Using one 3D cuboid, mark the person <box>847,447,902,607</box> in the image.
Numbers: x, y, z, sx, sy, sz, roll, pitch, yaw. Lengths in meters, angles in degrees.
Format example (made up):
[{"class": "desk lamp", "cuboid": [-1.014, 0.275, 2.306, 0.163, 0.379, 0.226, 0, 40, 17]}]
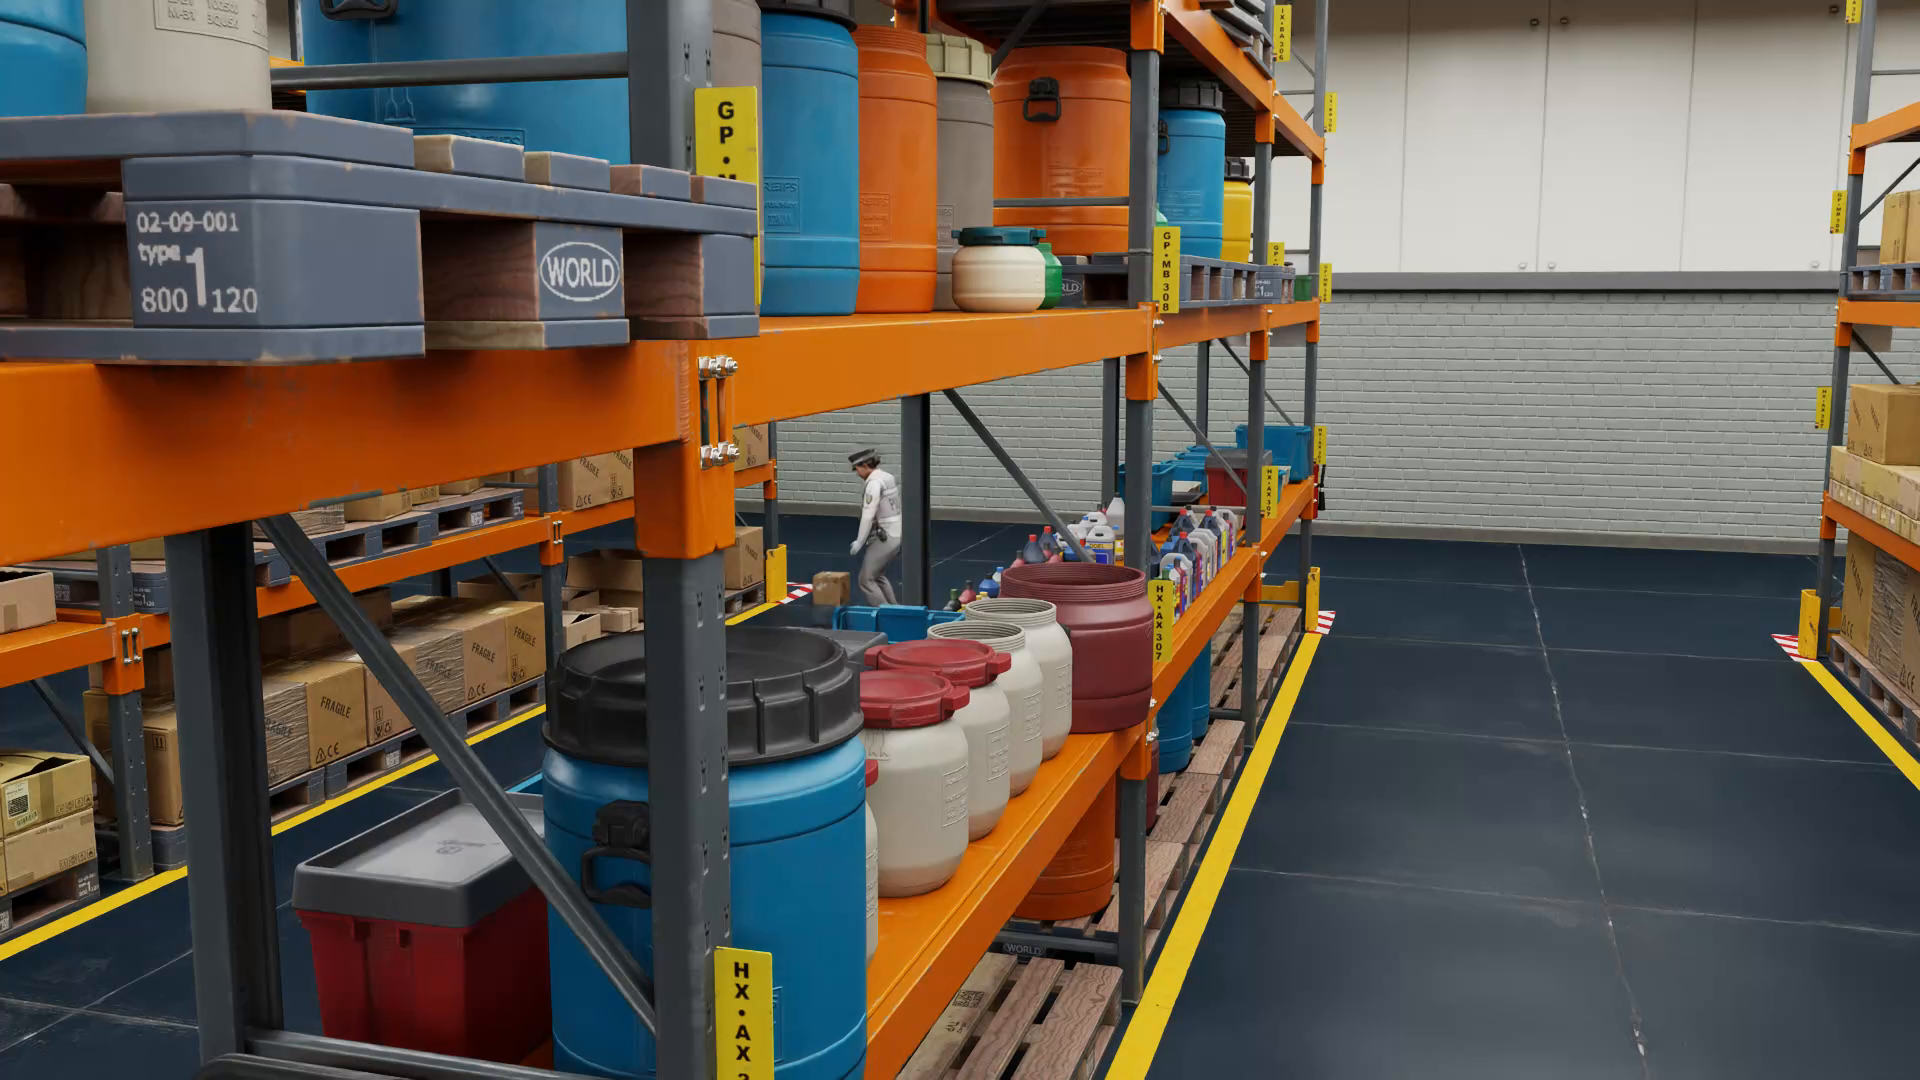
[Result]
[{"class": "person", "cuboid": [-0.703, -0.003, 14.205, 0.526, 1.576, 0.516, 3, 9, 17]}]
